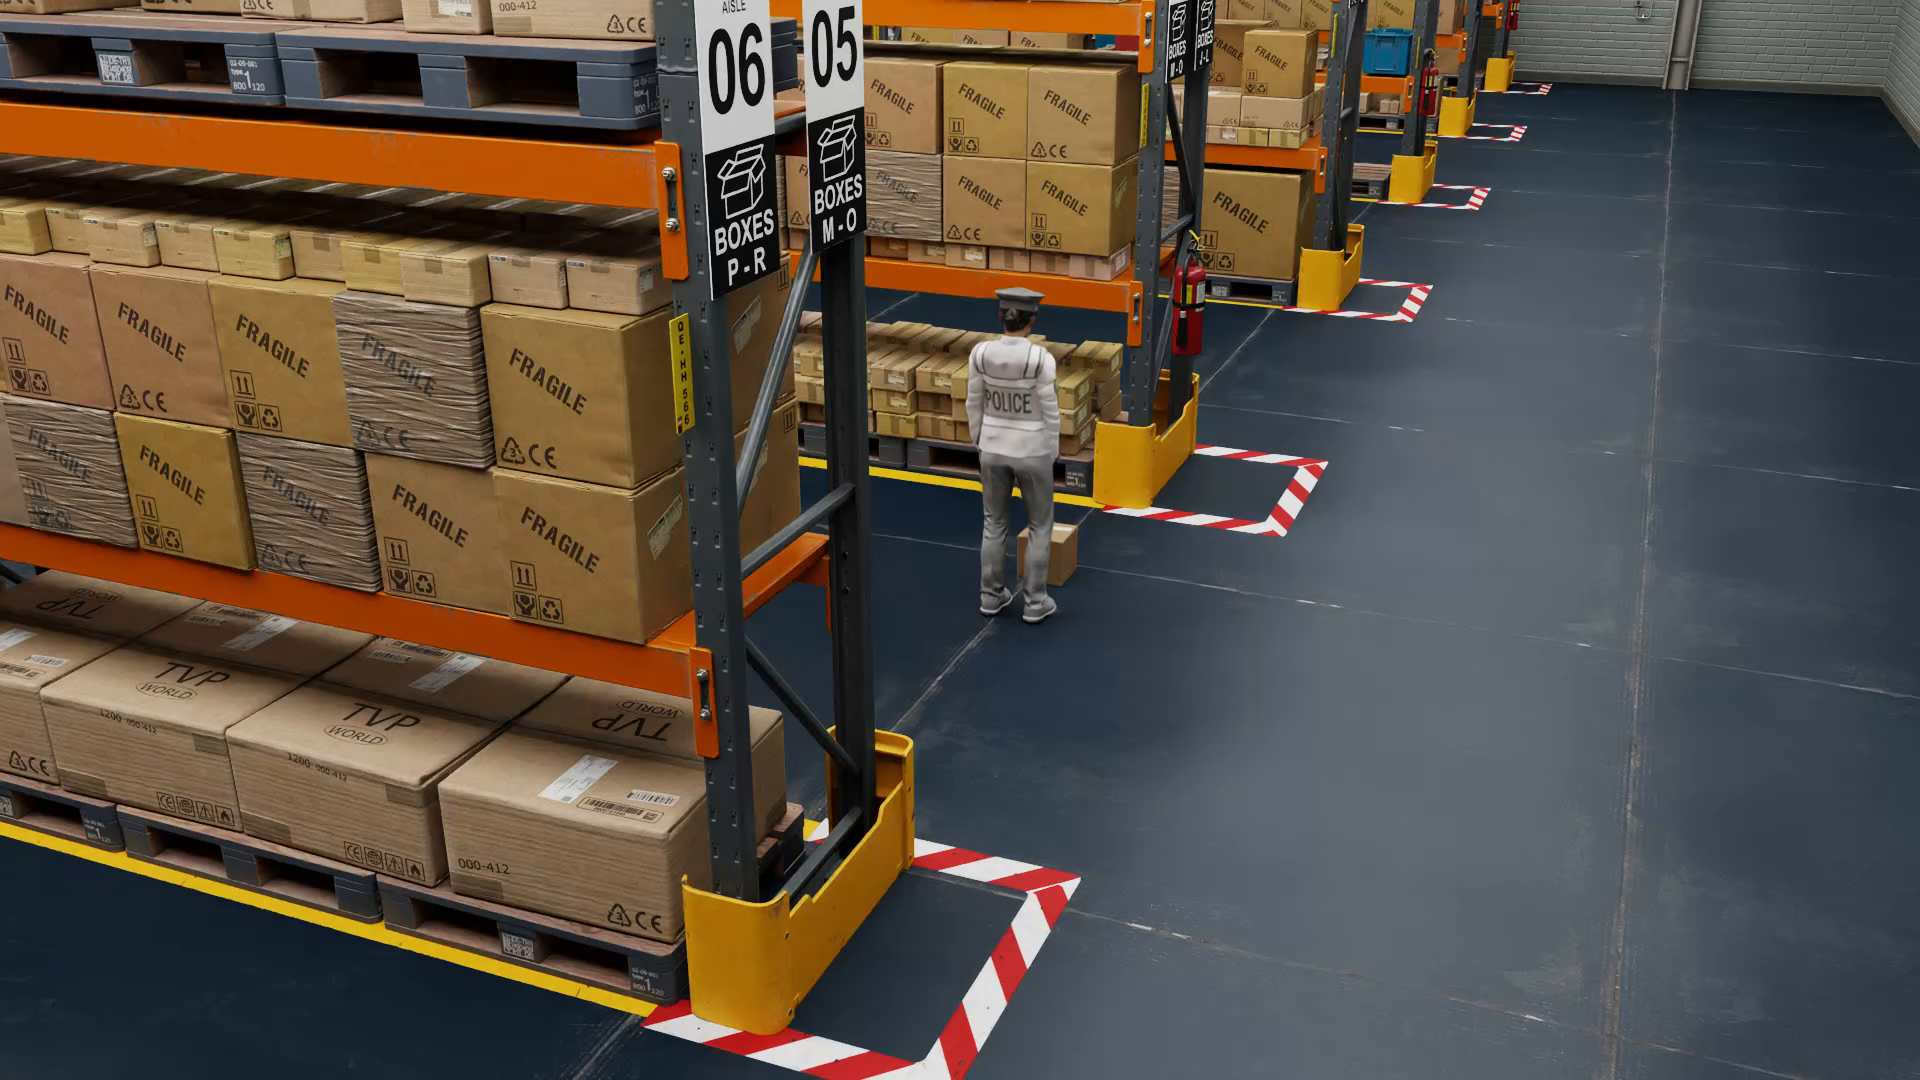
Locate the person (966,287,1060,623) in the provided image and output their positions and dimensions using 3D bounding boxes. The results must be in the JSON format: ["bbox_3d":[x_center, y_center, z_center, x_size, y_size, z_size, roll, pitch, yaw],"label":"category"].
[{"bbox_3d":[0.260,-0.409,8.102,0.479,1.657,0.352,9,24,21],"label":"person"}]
